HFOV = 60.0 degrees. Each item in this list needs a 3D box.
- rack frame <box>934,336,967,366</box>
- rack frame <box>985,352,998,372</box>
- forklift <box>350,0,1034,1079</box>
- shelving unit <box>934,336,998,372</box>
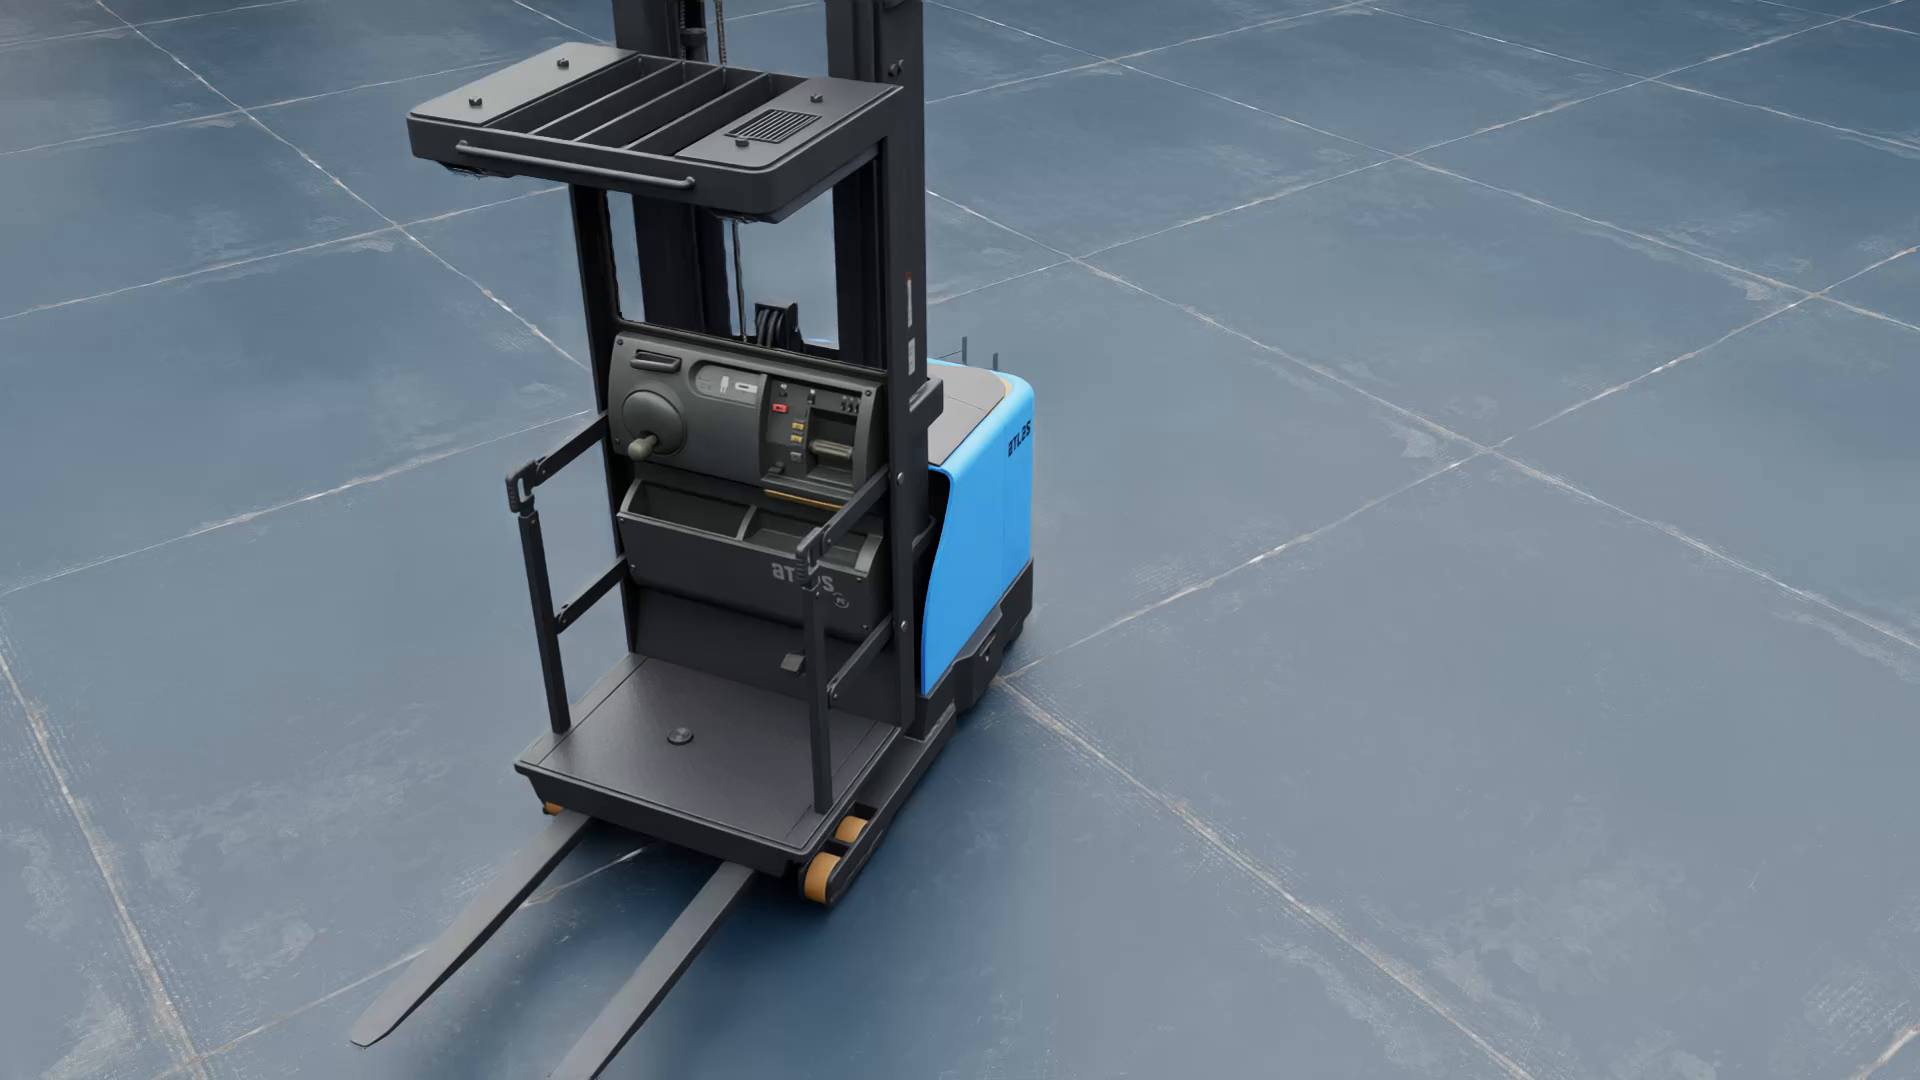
[{"bbox_3d":[-0.067,-0.428,7.086,0.240,0.900,0.006,-22,38,-31],"label":"rack frame"},{"bbox_3d":[0.057,-0.343,6.950,0.240,0.900,0.006,-22,38,-31],"label":"rack frame"},{"bbox_3d":[-0.771,-0.330,5.004,1.130,2.935,3.031,13,34,20],"label":"forklift"},{"bbox_3d":[-0.005,-0.386,7.018,0.258,0.900,0.210,-22,38,-31],"label":"shelving unit"}]
